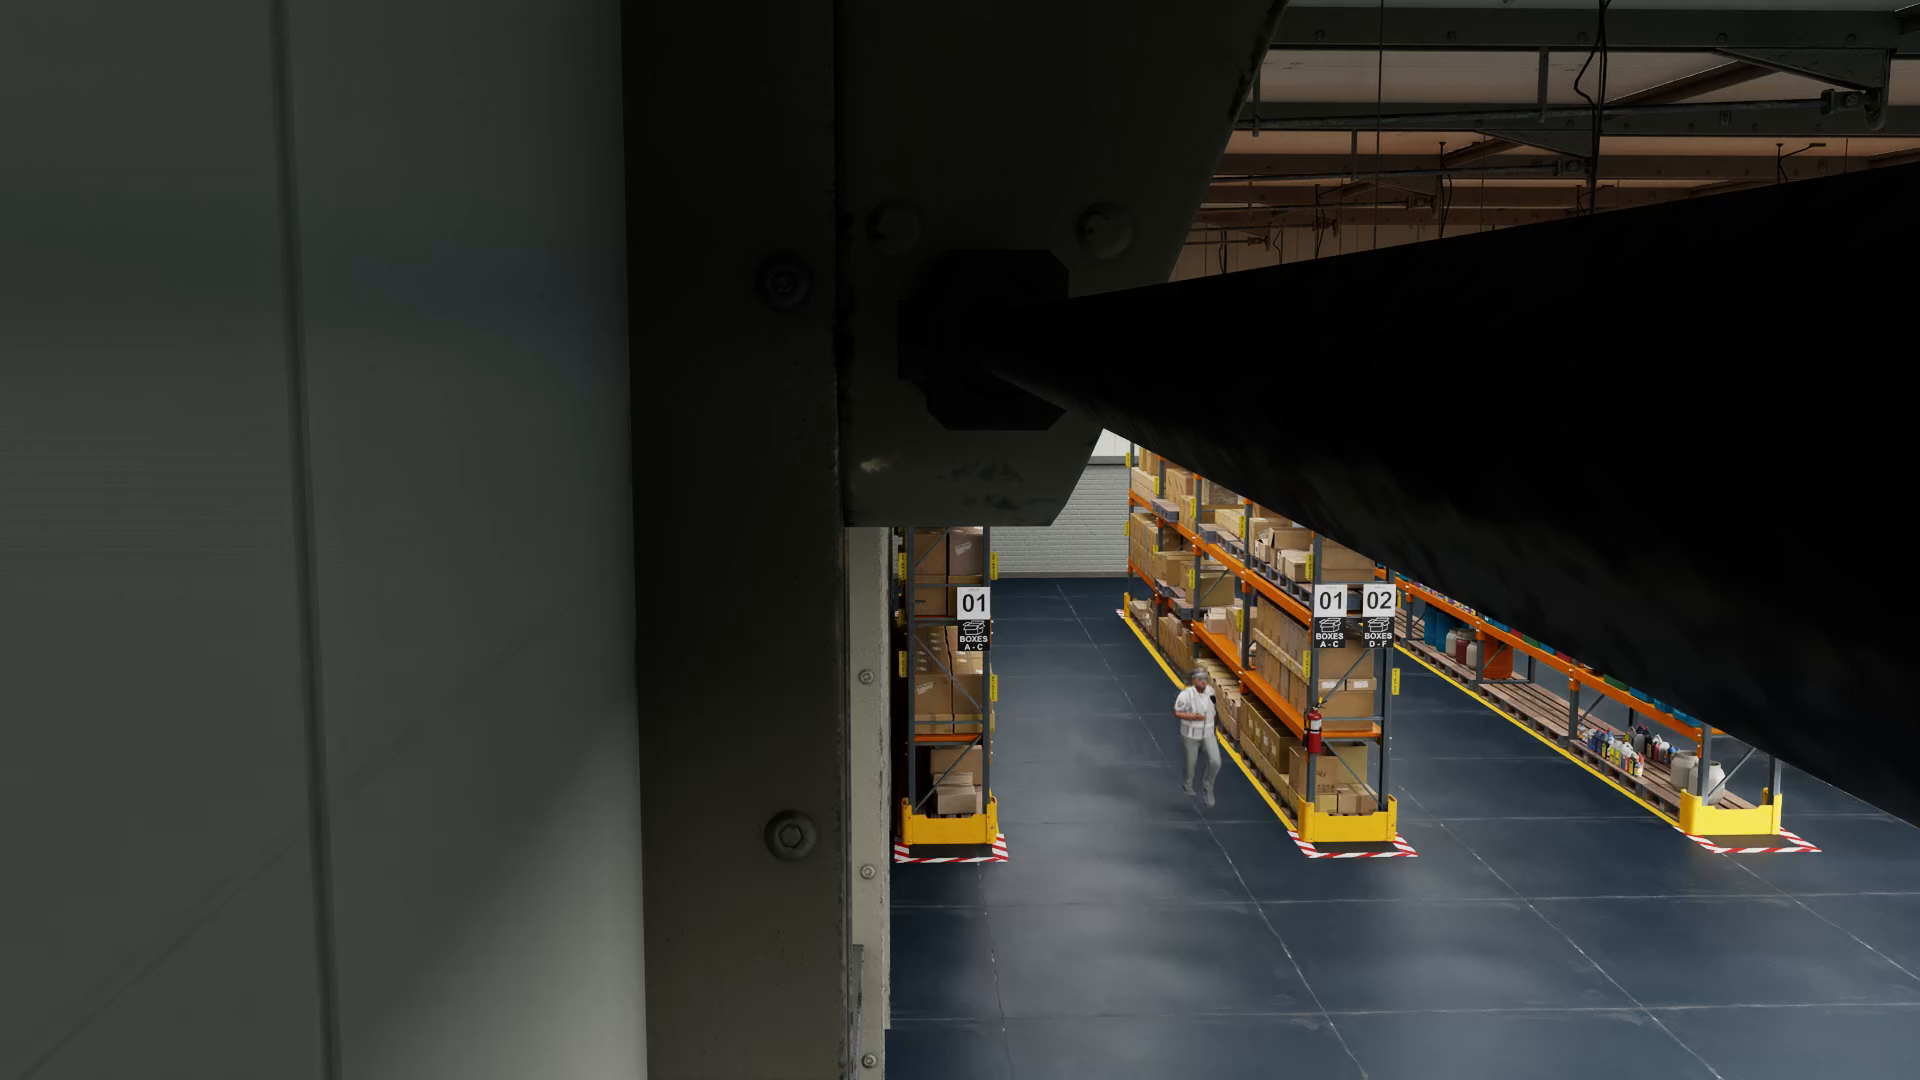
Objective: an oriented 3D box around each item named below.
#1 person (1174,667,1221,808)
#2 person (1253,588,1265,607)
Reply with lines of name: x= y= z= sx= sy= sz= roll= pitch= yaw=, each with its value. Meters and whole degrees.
person: x=3.013 y=2.486 z=21.160 sx=0.641 sy=1.815 sz=0.790 roll=-2 pitch=8 yaw=-14
person: x=6.270 y=1.144 z=34.483 sx=0.598 sy=1.605 sz=0.588 roll=-2 pitch=8 yaw=-14
